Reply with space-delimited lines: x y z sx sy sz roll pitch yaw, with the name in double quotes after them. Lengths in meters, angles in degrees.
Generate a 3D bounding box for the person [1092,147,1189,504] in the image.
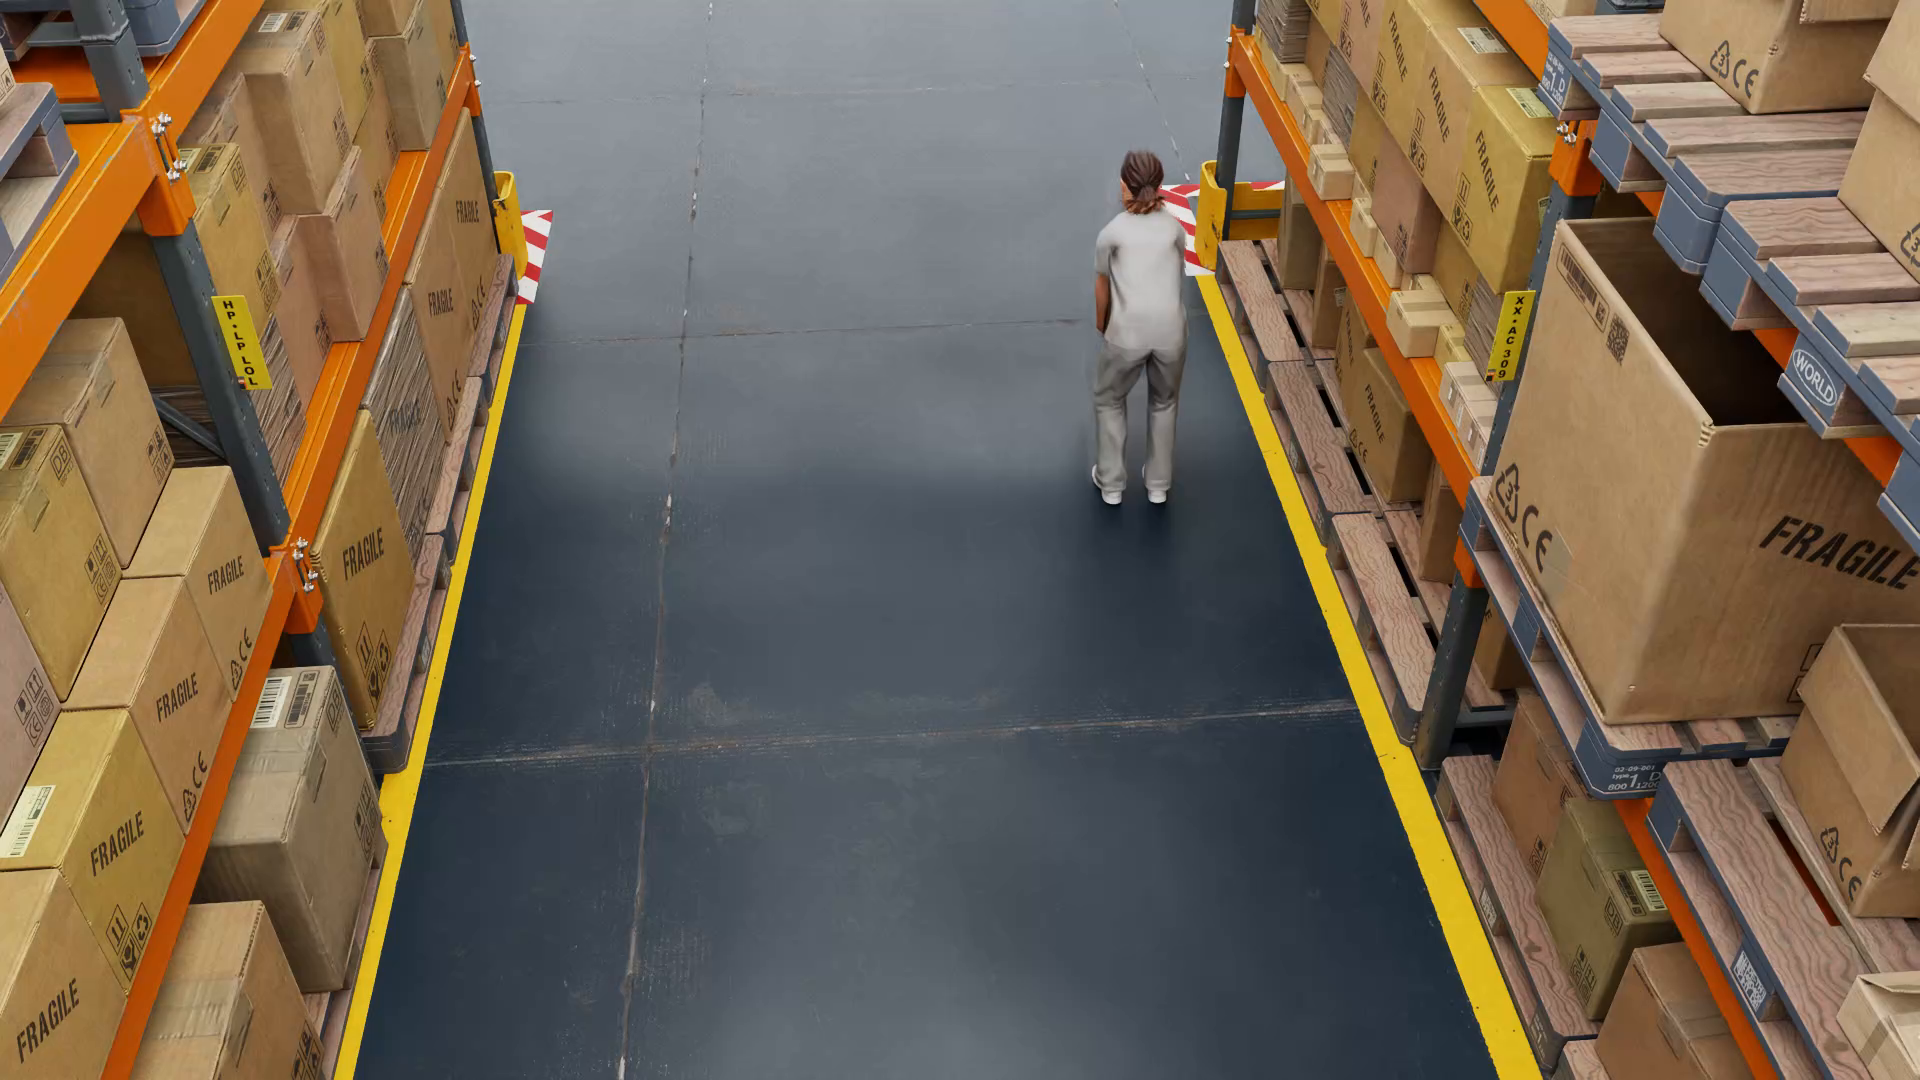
0.784 -0.926 7.333 0.406 1.626 0.536 -4 39 -5 "person"
